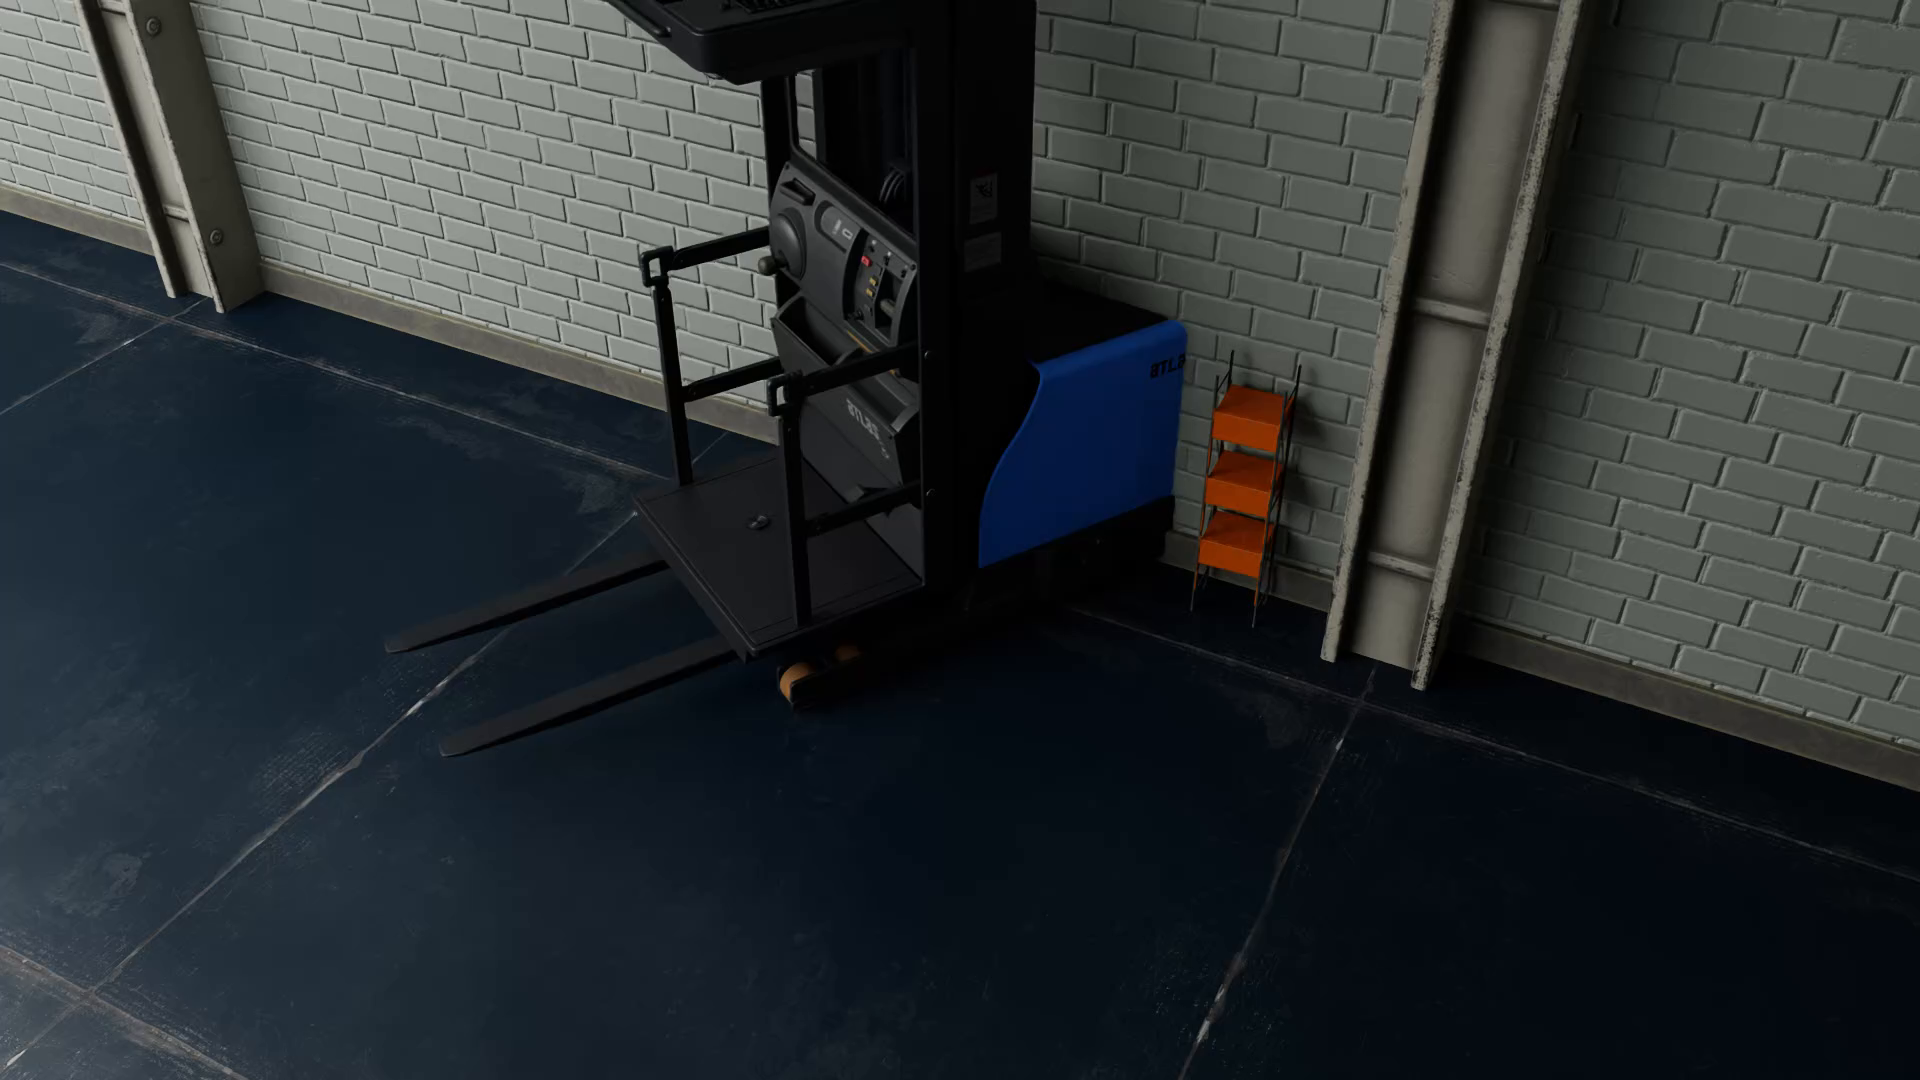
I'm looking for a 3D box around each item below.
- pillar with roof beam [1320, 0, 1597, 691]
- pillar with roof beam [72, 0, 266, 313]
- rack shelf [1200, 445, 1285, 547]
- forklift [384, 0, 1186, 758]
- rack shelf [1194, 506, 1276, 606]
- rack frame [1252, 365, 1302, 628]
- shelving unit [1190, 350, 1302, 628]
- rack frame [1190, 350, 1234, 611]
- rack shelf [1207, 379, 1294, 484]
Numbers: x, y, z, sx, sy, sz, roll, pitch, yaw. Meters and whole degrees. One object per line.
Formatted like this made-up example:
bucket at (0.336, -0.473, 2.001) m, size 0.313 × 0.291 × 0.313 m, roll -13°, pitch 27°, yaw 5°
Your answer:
pillar with roof beam at (-0.396, -0.862, 0.443) m, size 0.400 × 9.000 × 9.100 m, roll 17°, pitch 41°, yaw 21°
pillar with roof beam at (-5.724, -2.530, 2.640) m, size 0.400 × 9.000 × 9.100 m, roll 17°, pitch 41°, yaw 21°
rack shelf at (1.041, -0.162, 6.113) m, size 0.240 × 0.259 × 0.215 m, roll 15°, pitch 40°, yaw 19°
forklift at (-0.581, -0.933, 5.554) m, size 3.031 × 2.935 × 1.130 m, roll -21°, pitch 42°, yaw -25°
rack shelf at (1.041, 0.059, 6.281) m, size 0.240 × 0.259 × 0.215 m, roll 15°, pitch 40°, yaw 19°
rack frame at (1.152, -0.141, 6.067) m, size 0.008 × 1.050 × 0.200 m, roll 15°, pitch 40°, yaw 19°
shelving unit at (1.041, -0.171, 6.107) m, size 0.252 × 1.050 × 0.215 m, roll 15°, pitch 40°, yaw 19°
rack frame at (0.930, -0.201, 6.146) m, size 0.008 × 1.050 × 0.200 m, roll 15°, pitch 40°, yaw 19°
rack shelf at (1.041, -0.388, 5.941) m, size 0.240 × 0.259 × 0.215 m, roll 15°, pitch 40°, yaw 19°
